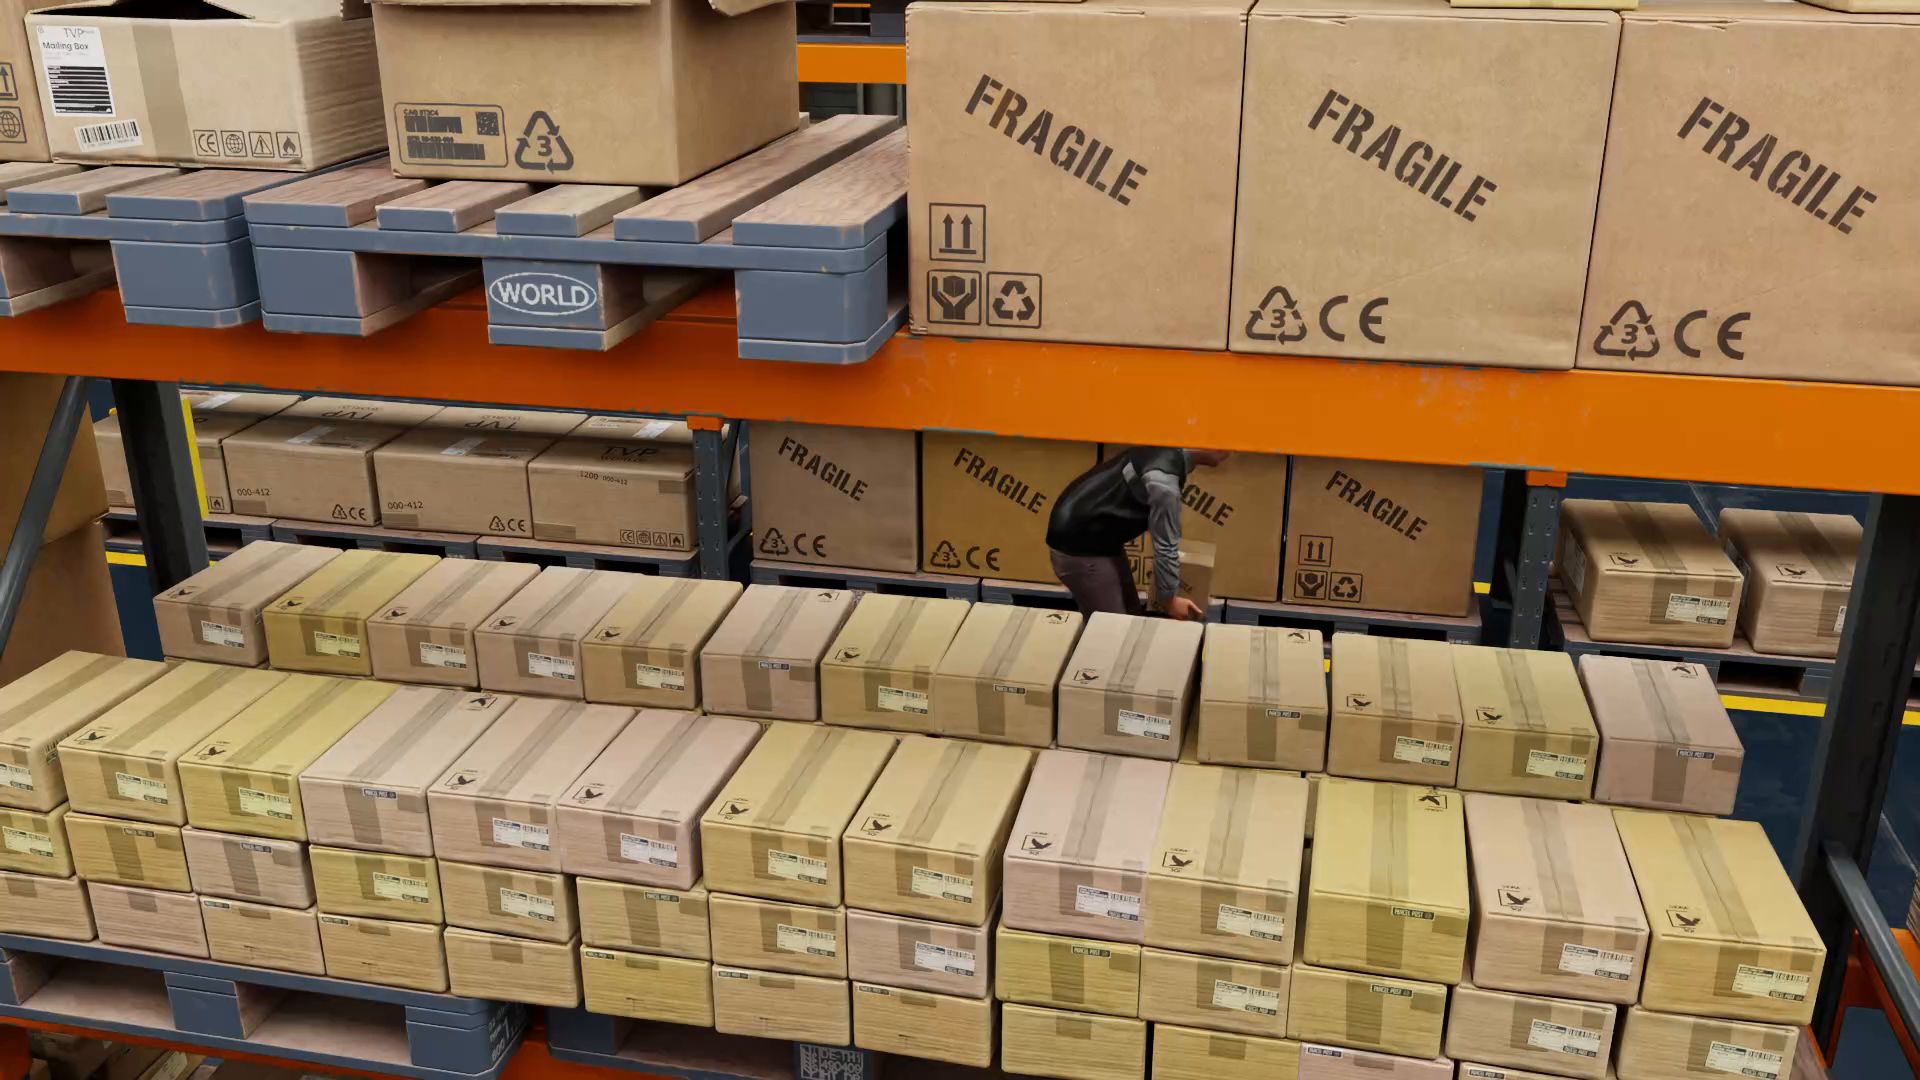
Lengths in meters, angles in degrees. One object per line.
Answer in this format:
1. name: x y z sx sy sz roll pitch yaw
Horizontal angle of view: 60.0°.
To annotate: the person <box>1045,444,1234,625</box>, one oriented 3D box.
1. person: 0.767 0.133 7.125 0.796 1.475 0.472 4 22 10
